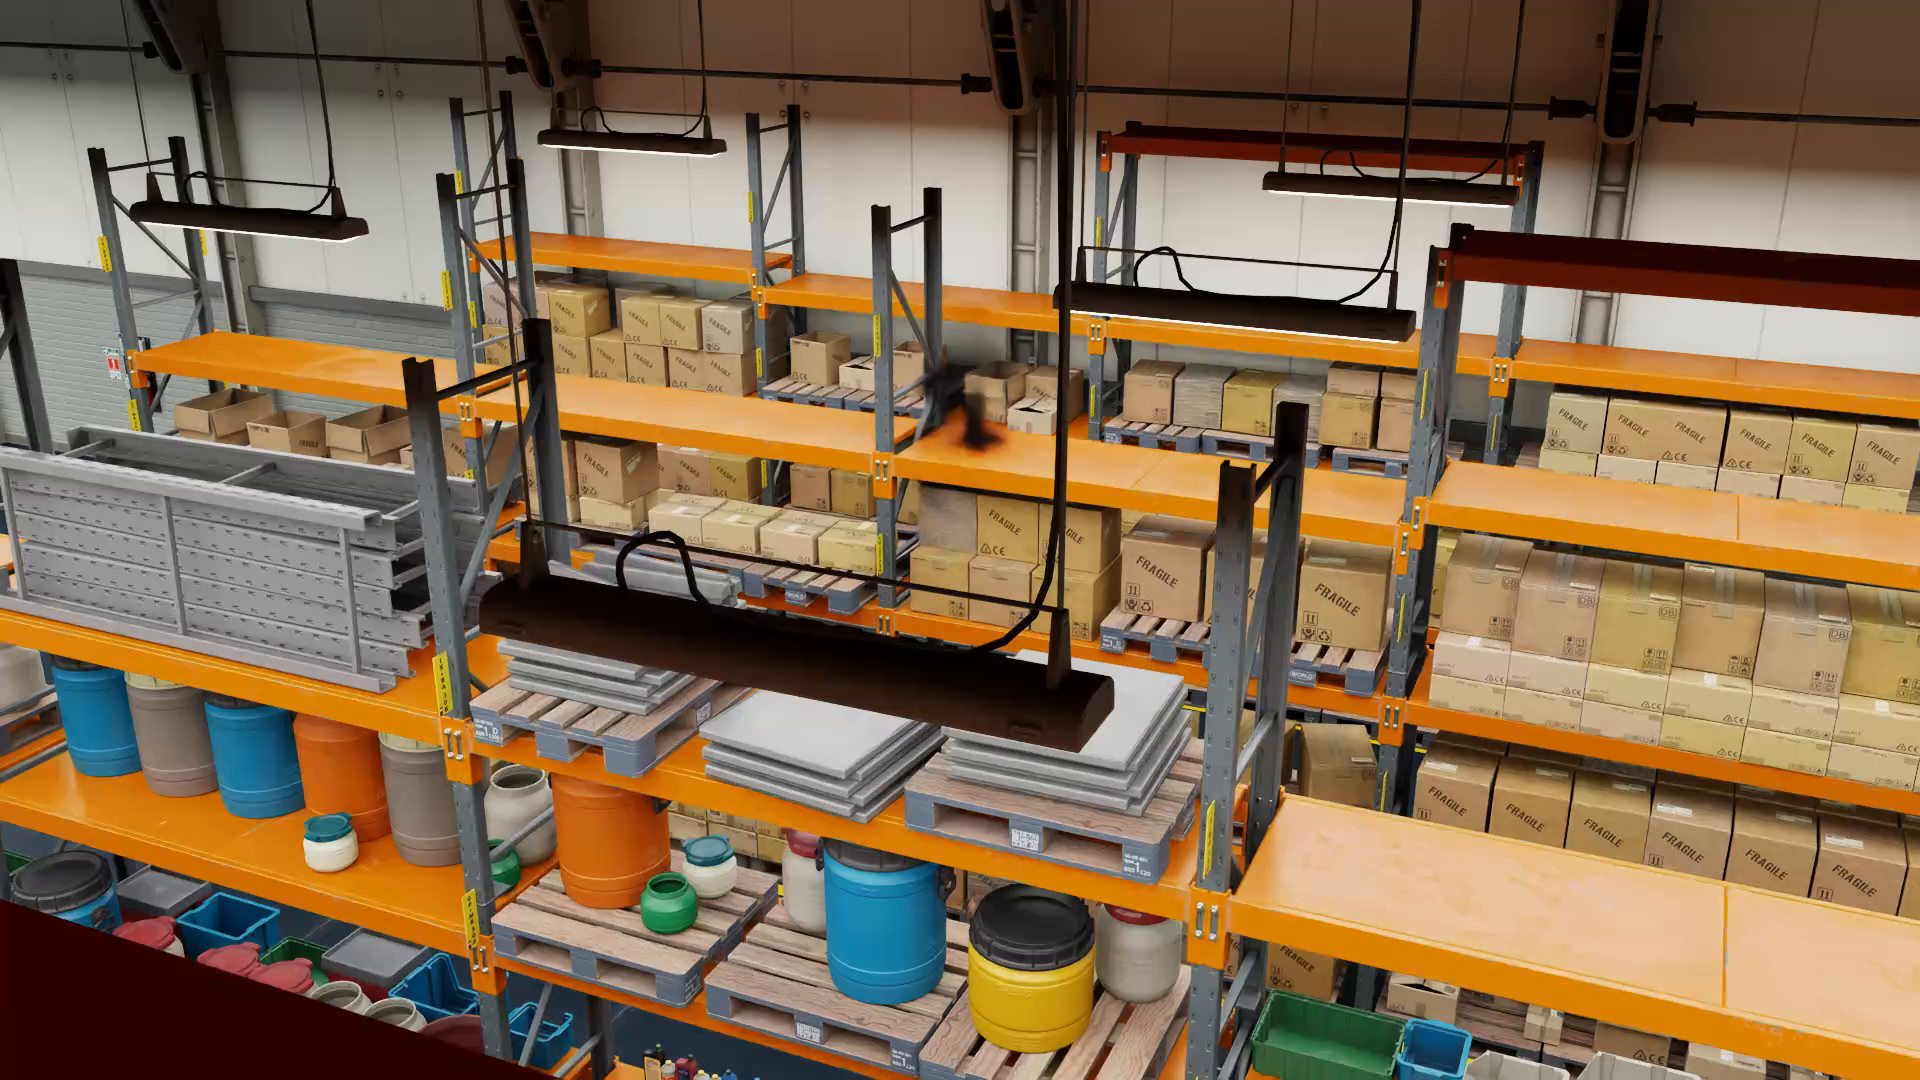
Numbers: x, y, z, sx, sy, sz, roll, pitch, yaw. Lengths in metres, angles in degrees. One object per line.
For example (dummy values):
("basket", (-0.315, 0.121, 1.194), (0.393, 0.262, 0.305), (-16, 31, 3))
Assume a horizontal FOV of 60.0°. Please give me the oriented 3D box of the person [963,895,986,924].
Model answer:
("person", (0.126, 3.242, 11.568), (0.834, 1.770, 0.651), (4, 21, 10))
